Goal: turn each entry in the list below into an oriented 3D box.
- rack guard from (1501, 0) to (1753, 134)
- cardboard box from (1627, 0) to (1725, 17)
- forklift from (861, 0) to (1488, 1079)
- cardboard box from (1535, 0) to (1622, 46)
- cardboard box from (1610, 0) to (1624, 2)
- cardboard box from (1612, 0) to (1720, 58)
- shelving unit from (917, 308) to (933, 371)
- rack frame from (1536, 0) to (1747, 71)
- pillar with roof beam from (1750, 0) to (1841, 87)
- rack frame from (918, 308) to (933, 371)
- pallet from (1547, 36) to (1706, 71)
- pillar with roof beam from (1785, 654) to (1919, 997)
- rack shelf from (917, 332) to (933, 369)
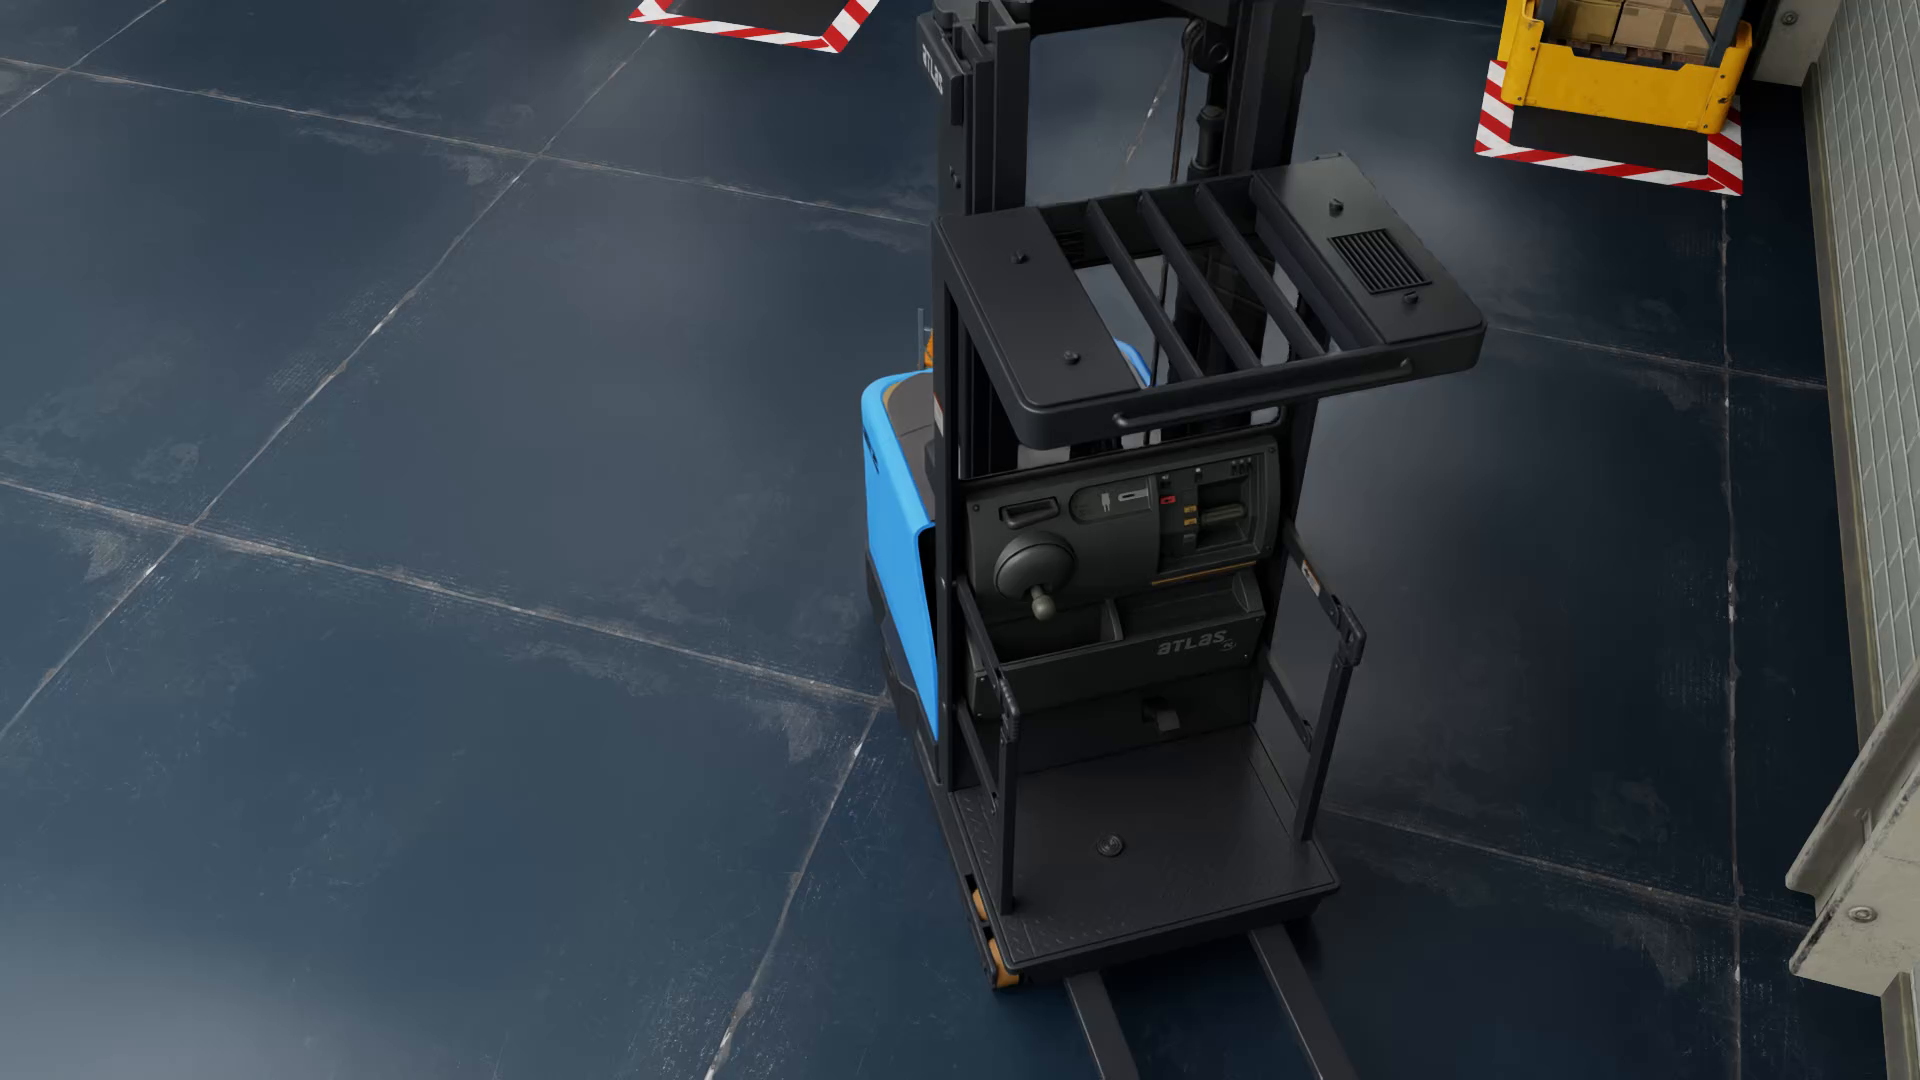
[{"bbox_3d":[3.607,-2.599,9.048,1.175,0.500,0.348,13,46,13],"label":"rack guard"},{"bbox_3d":[3.955,-3.124,9.106,0.500,0.250,0.500,13,46,13],"label":"cardboard box"},{"bbox_3d":[0.535,0.061,4.592,1.130,2.935,3.031,-11,45,-11],"label":"forklift"},{"bbox_3d":[3.456,-3.056,9.394,0.500,0.250,0.500,13,46,13],"label":"cardboard box"},{"bbox_3d":[3.464,-3.245,9.230,0.500,0.250,0.500,12,46,12],"label":"cardboard box"},{"bbox_3d":[3.949,-2.961,9.297,0.500,0.250,0.500,13,46,13],"label":"cardboard box"},{"bbox_3d":[-0.009,-0.427,6.328,0.258,1.200,0.189,11,45,11],"label":"shelving unit"},{"bbox_3d":[3.614,-3.508,8.190,1.000,3.000,0.127,13,46,13],"label":"rack frame"},{"bbox_3d":[0.581,-6.837,7.303,9.100,9.000,0.400,13,46,13],"label":"pillar with roof beam"},{"bbox_3d":[-0.033,-0.365,6.265,0.240,1.200,0.006,11,45,11],"label":"rack frame"},{"bbox_3d":[3.806,-3.030,9.696,1.003,0.211,1.213,13,46,13],"label":"pallet"},{"bbox_3d":[-1.236,-2.838,3.216,9.100,9.000,0.400,13,46,13],"label":"pillar with roof beam"},{"bbox_3d":[-0.009,-0.653,6.108,0.258,0.103,0.180,11,45,11],"label":"rack shelf"}]
